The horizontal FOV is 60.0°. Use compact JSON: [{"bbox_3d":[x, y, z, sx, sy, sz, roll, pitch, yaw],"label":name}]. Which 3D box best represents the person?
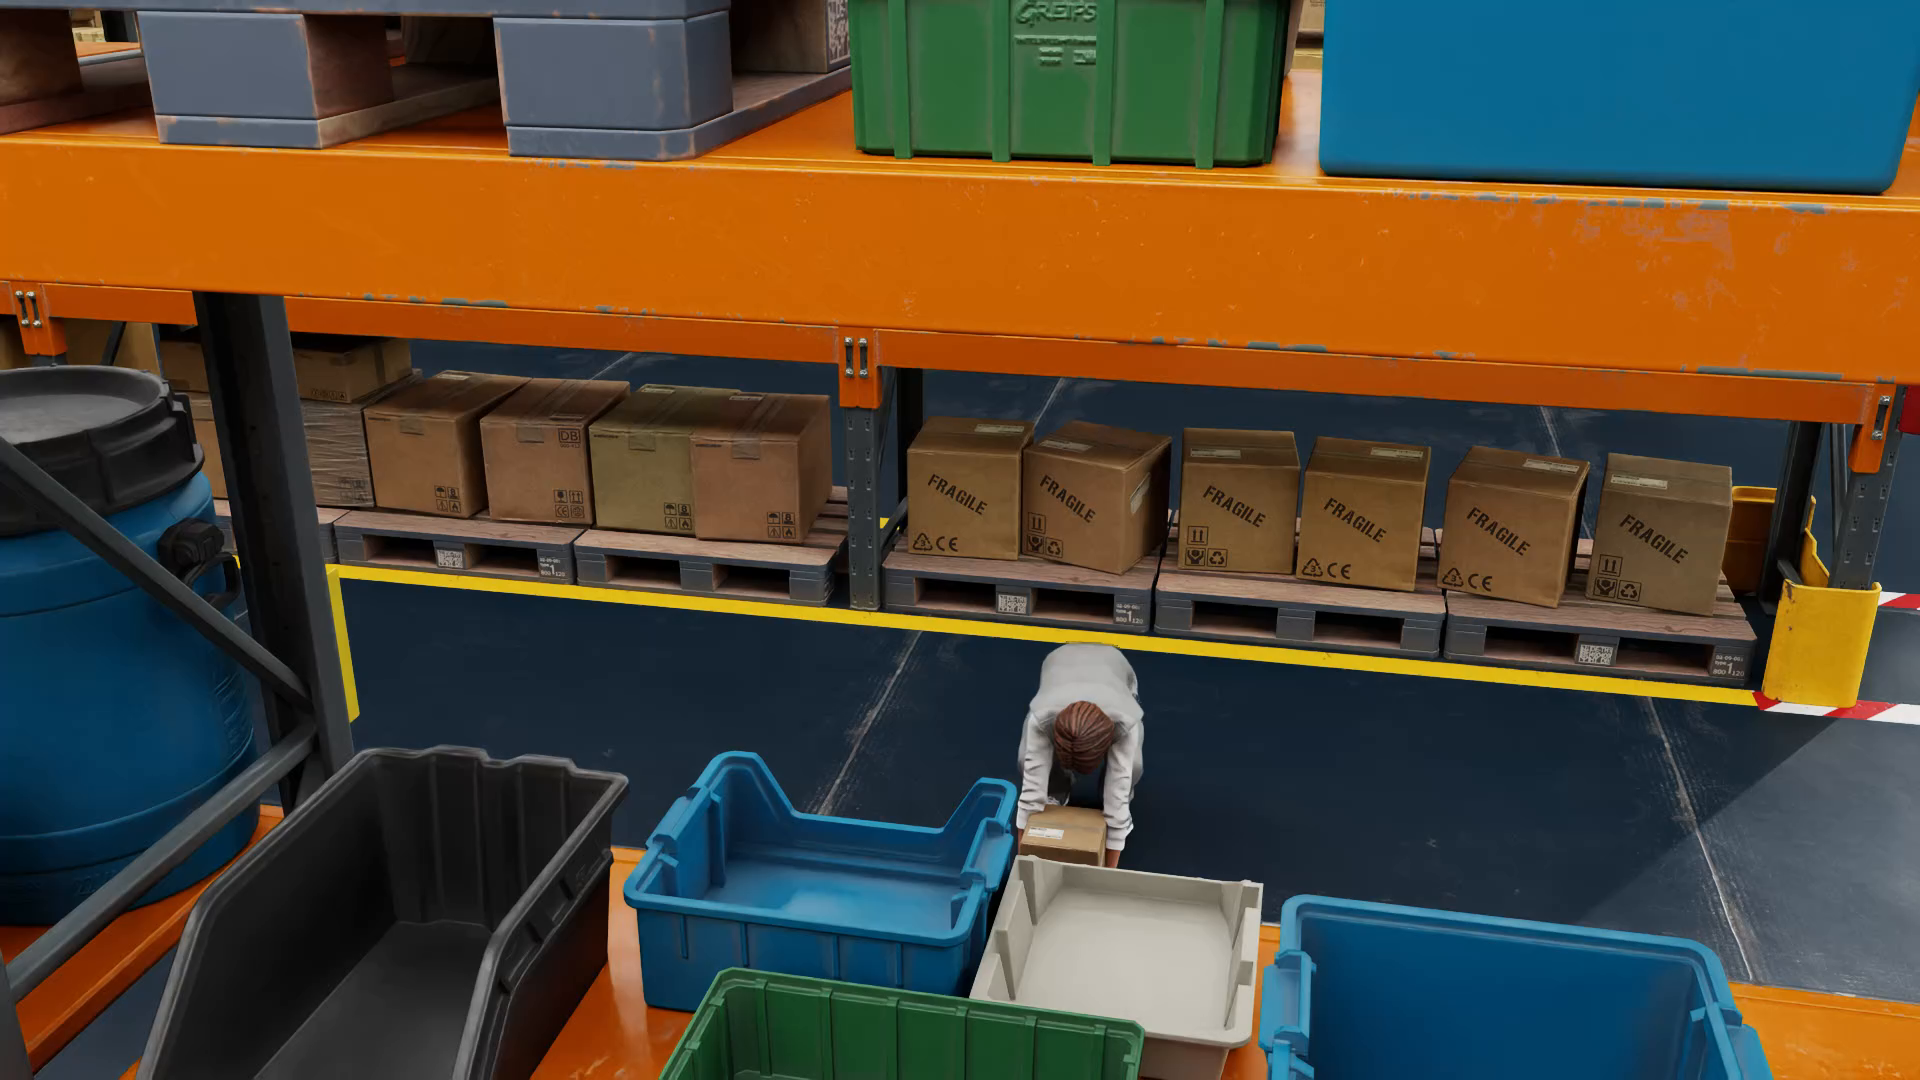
[{"bbox_3d":[-8.850,-2.590,6.667,19.451,6.022,24.670,4,22,10],"label":"person"}]
